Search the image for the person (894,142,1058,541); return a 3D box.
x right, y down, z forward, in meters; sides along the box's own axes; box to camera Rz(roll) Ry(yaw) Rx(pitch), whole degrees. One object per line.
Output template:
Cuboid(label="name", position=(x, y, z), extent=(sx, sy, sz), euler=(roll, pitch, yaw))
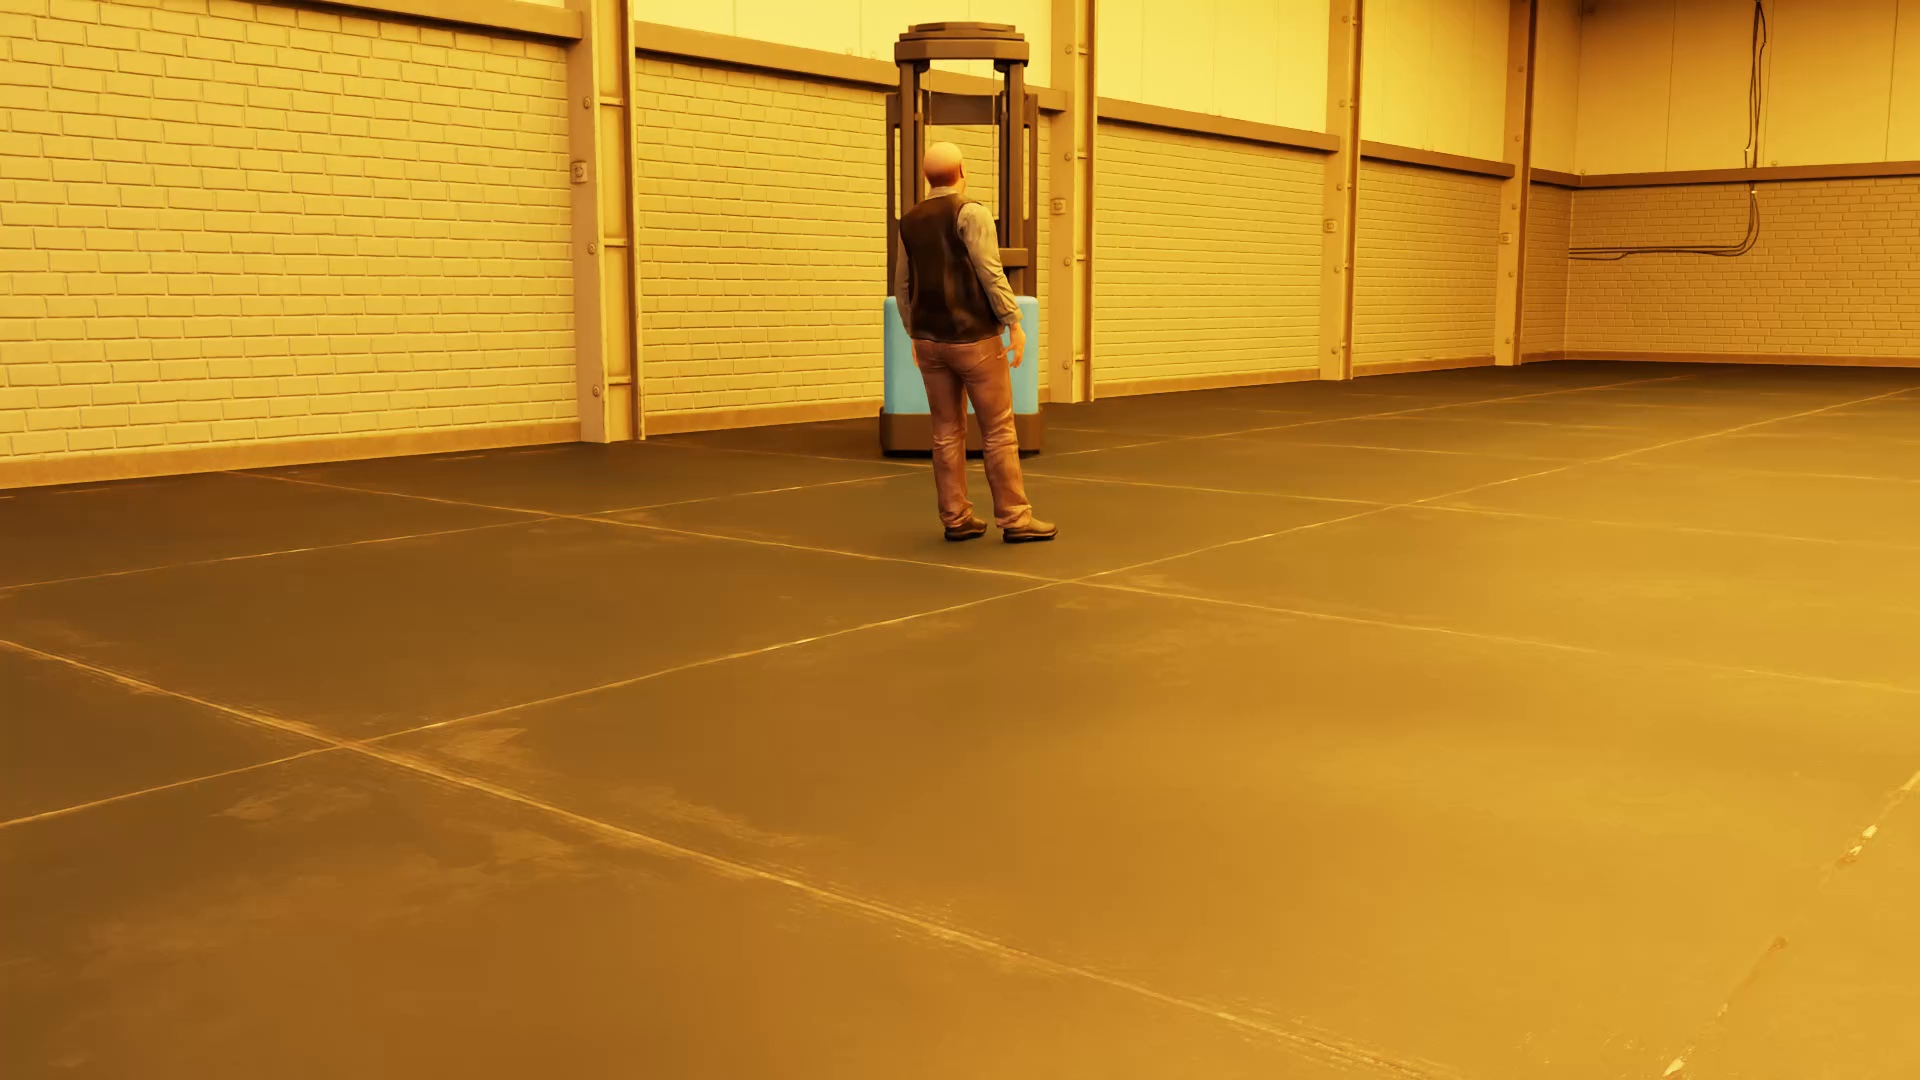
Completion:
Cuboid(label="person", position=(0.045, -0.865, 7.322), extent=(0.632, 1.720, 0.568), euler=(7, 11, 38))

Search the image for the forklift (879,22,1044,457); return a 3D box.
Cuboid(label="forklift", position=(0.016, -2.188, 12.232), extent=(1.130, 2.935, 3.031), euler=(0, 8, 0))
